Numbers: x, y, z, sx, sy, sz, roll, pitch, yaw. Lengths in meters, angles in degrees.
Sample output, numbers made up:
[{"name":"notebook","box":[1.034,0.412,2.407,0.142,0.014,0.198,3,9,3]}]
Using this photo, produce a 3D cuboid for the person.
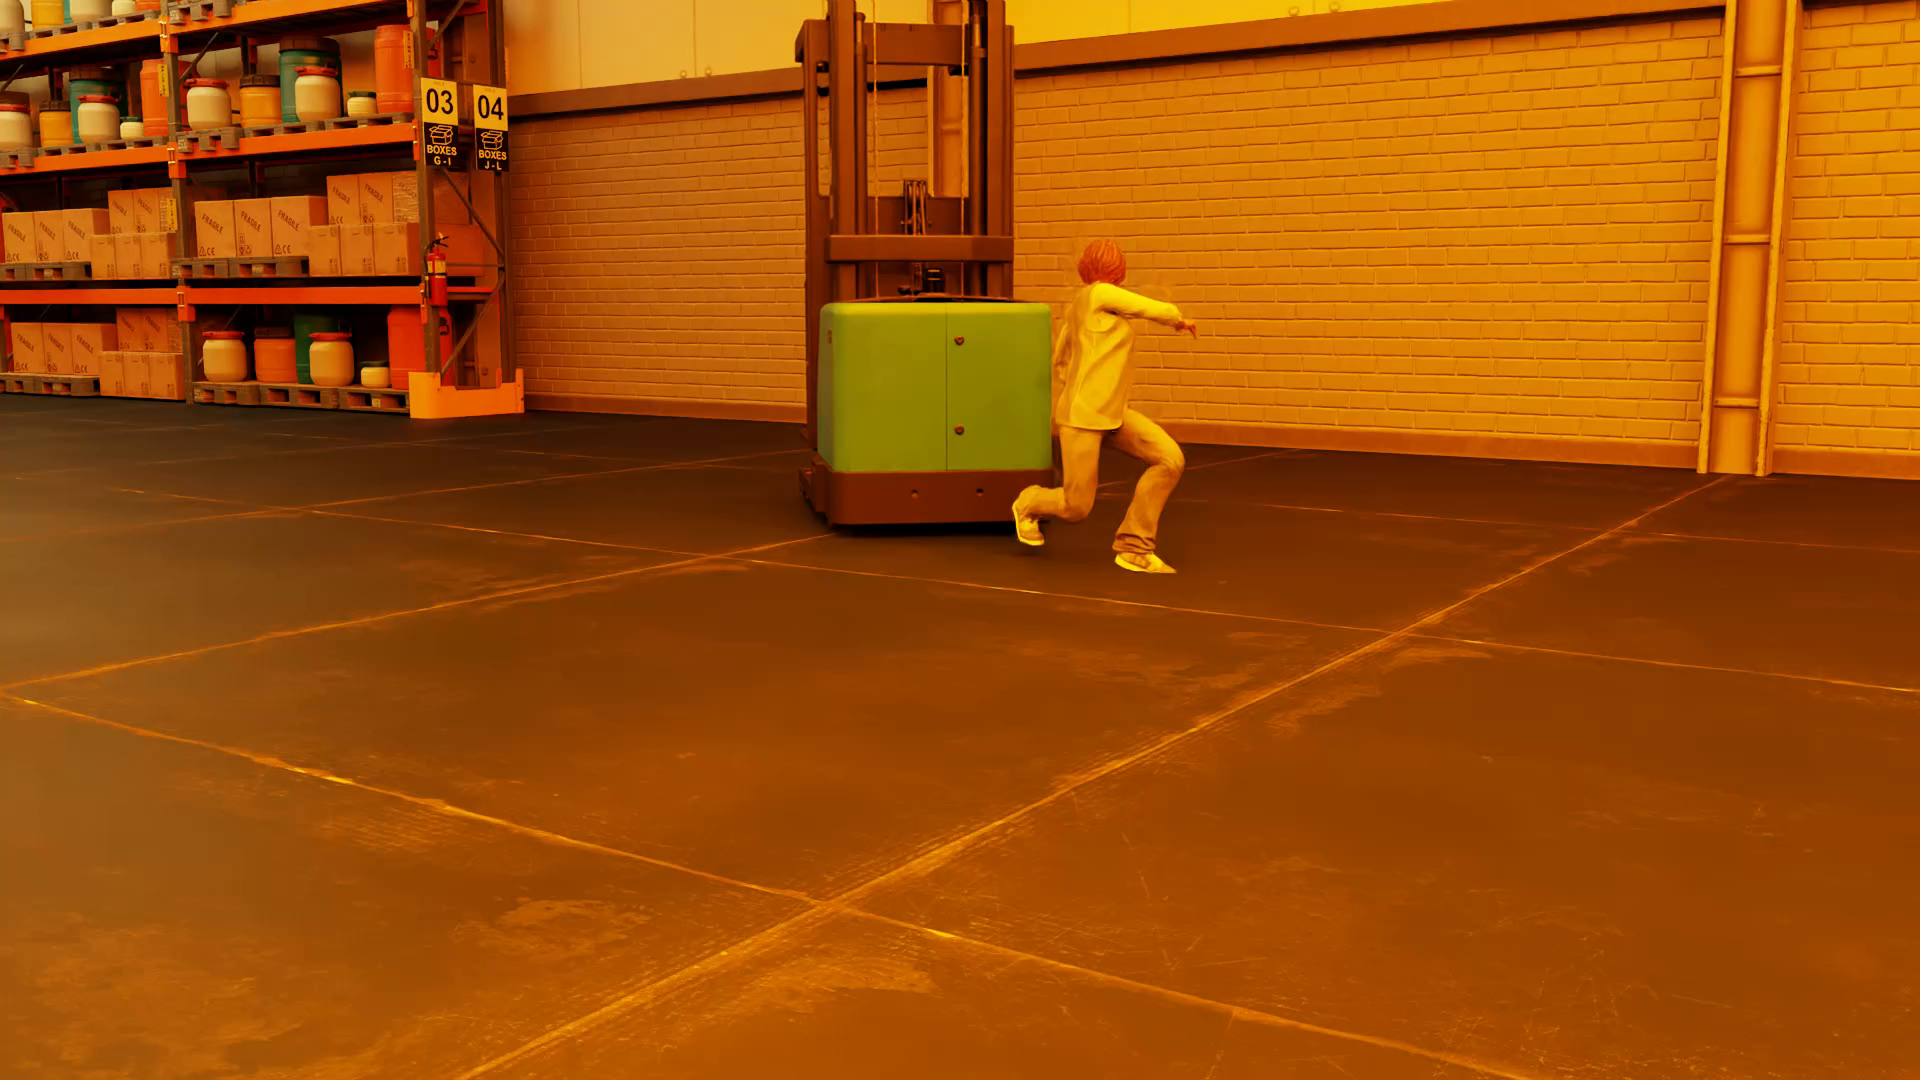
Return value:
[{"name":"person","box":[0.594,-0.549,6.923,0.867,1.365,0.632,5,9,31]}]

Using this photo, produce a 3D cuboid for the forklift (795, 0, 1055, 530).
[{"name":"forklift","box":[-0.302,-1.669,8.932,1.130,2.935,3.031,-1,8,-9]}]
